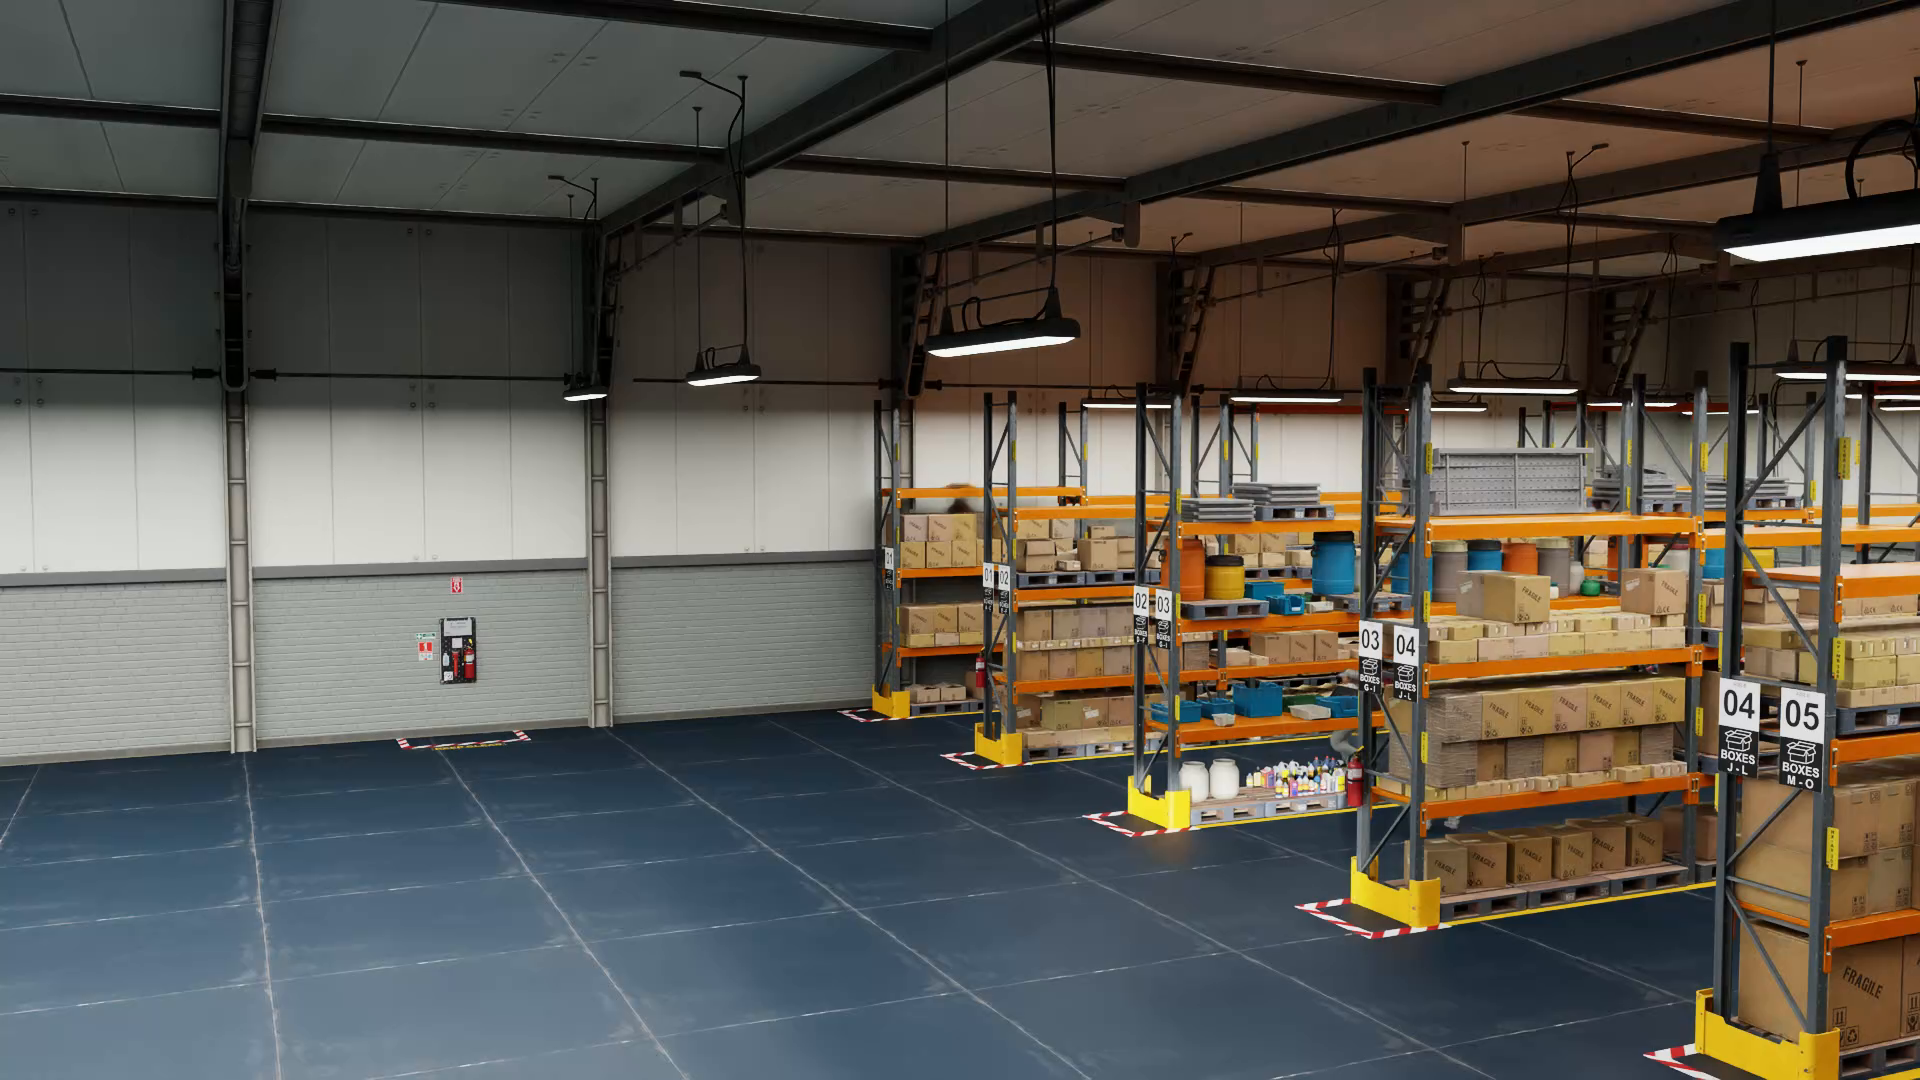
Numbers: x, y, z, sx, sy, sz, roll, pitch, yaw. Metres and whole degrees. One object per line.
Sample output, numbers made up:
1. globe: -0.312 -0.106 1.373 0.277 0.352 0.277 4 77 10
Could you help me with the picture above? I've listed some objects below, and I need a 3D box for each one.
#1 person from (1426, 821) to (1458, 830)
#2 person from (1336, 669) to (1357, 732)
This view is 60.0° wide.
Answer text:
1. person: 6.440 2.981 22.233 0.526 1.786 0.487 -1 3 -15
2. person: 6.020 2.518 26.001 0.434 1.003 0.565 1 4 23
